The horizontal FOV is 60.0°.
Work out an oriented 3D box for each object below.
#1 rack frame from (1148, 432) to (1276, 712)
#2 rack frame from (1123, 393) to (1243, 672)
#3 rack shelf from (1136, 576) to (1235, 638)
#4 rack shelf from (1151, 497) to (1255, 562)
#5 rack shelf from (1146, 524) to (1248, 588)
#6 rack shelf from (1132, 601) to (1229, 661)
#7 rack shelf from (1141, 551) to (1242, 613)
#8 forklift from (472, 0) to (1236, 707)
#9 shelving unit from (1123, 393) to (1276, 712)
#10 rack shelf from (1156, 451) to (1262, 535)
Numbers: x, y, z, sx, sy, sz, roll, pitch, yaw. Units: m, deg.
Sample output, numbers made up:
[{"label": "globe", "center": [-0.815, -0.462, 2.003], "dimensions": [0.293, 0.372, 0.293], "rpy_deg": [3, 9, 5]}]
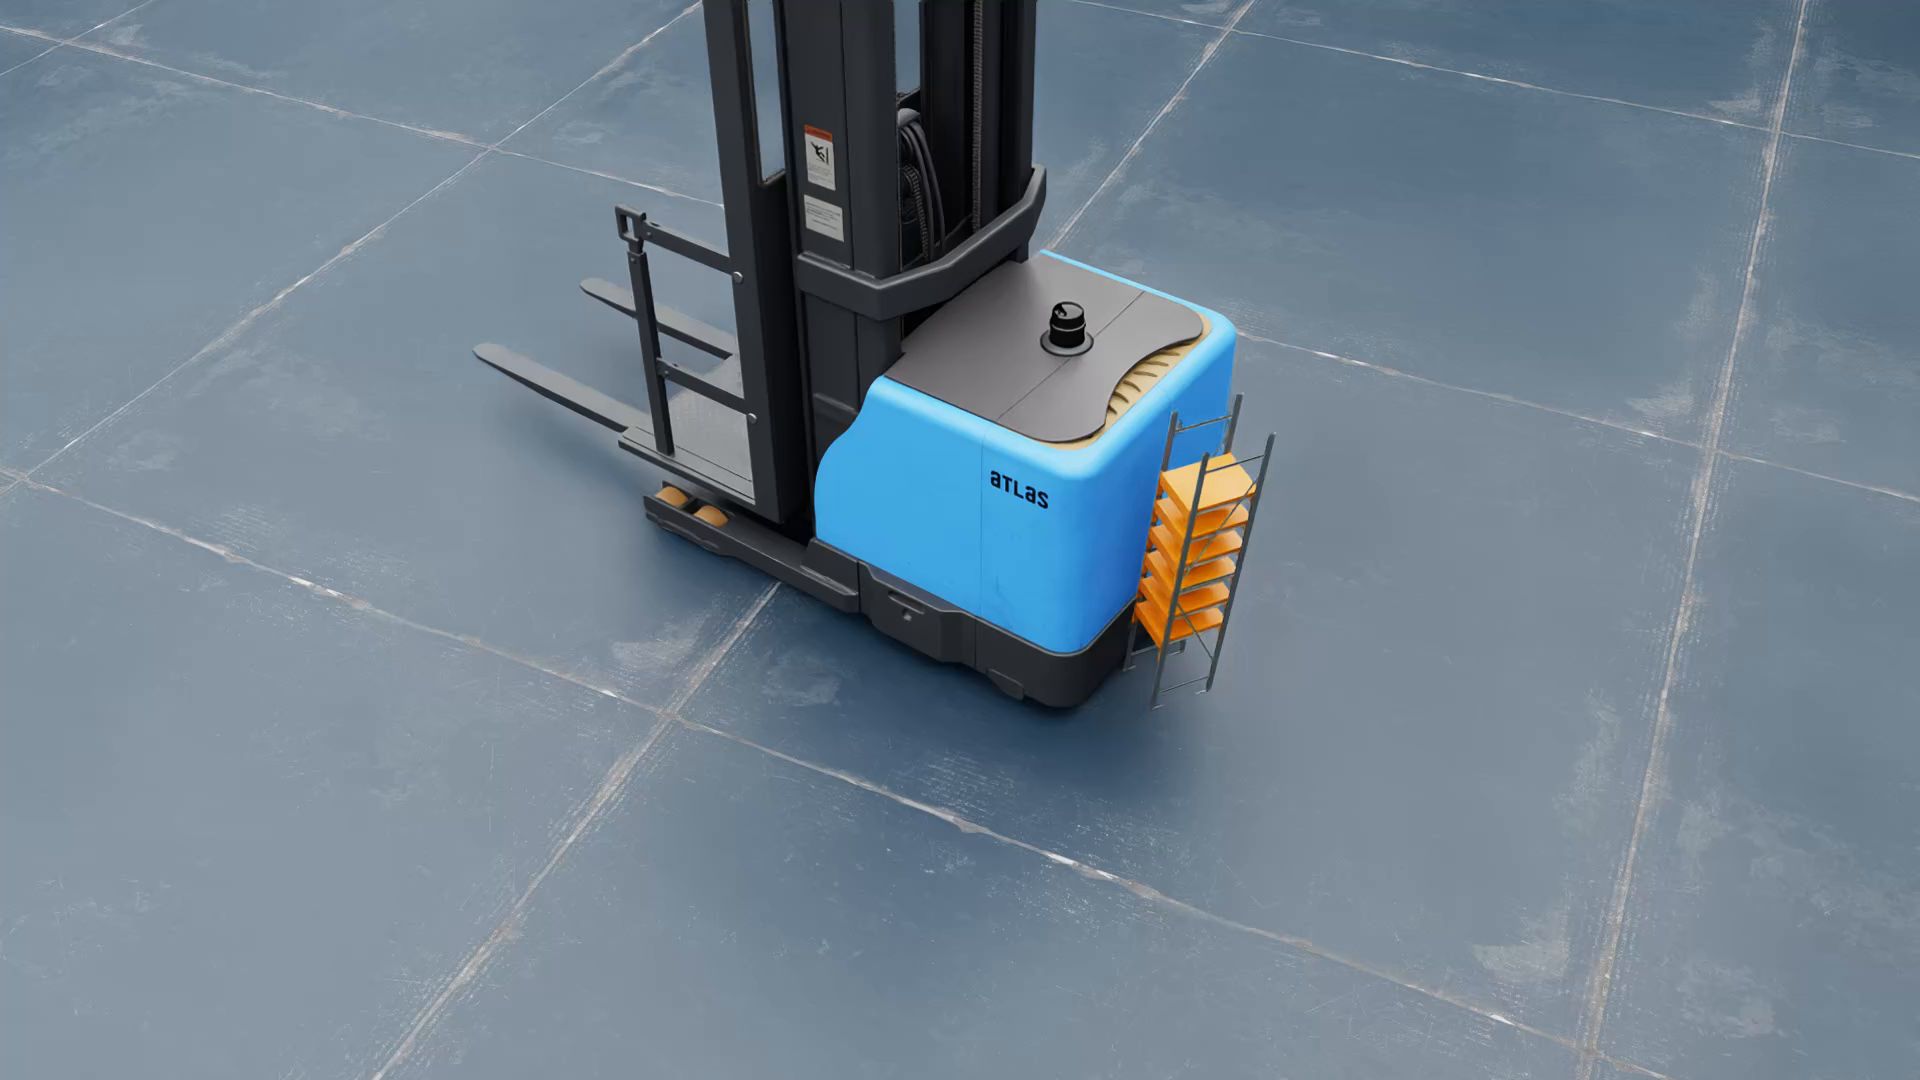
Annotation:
[{"label": "rack frame", "center": [0.770, 0.133, 5.185], "dimensions": [0.240, 1.200, 0.006], "rpy_deg": [-16, 50, -18]}, {"label": "rack frame", "center": [0.696, 0.009, 5.296], "dimensions": [0.240, 1.200, 0.006], "rpy_deg": [-16, 50, -18]}, {"label": "rack shelf", "center": [0.726, 0.183, 5.361], "dimensions": [0.258, 0.103, 0.180], "rpy_deg": [-16, 50, -18]}, {"label": "rack shelf", "center": [0.742, -0.062, 5.098], "dimensions": [0.258, 0.103, 0.180], "rpy_deg": [-16, 50, -18]}, {"label": "rack shelf", "center": [0.737, 0.020, 5.185], "dimensions": [0.258, 0.103, 0.180], "rpy_deg": [-16, 50, -18]}, {"label": "rack shelf", "center": [0.720, 0.265, 5.448], "dimensions": [0.258, 0.103, 0.180], "rpy_deg": [-16, 50, -18]}, {"label": "rack shelf", "center": [0.731, 0.101, 5.273], "dimensions": [0.258, 0.103, 0.180], "rpy_deg": [-16, 50, -18]}, {"label": "forklift", "center": [-0.573, -1.324, 5.540], "dimensions": [3.031, 2.935, 1.130], "rpy_deg": [25, 47, 26]}, {"label": "shelving unit", "center": [0.733, 0.071, 5.241], "dimensions": [0.258, 1.200, 0.189], "rpy_deg": [-16, 50, -18]}, {"label": "rack shelf", "center": [0.748, -0.144, 5.010], "dimensions": [0.258, 0.103, 0.180], "rpy_deg": [-16, 50, -18]}]
